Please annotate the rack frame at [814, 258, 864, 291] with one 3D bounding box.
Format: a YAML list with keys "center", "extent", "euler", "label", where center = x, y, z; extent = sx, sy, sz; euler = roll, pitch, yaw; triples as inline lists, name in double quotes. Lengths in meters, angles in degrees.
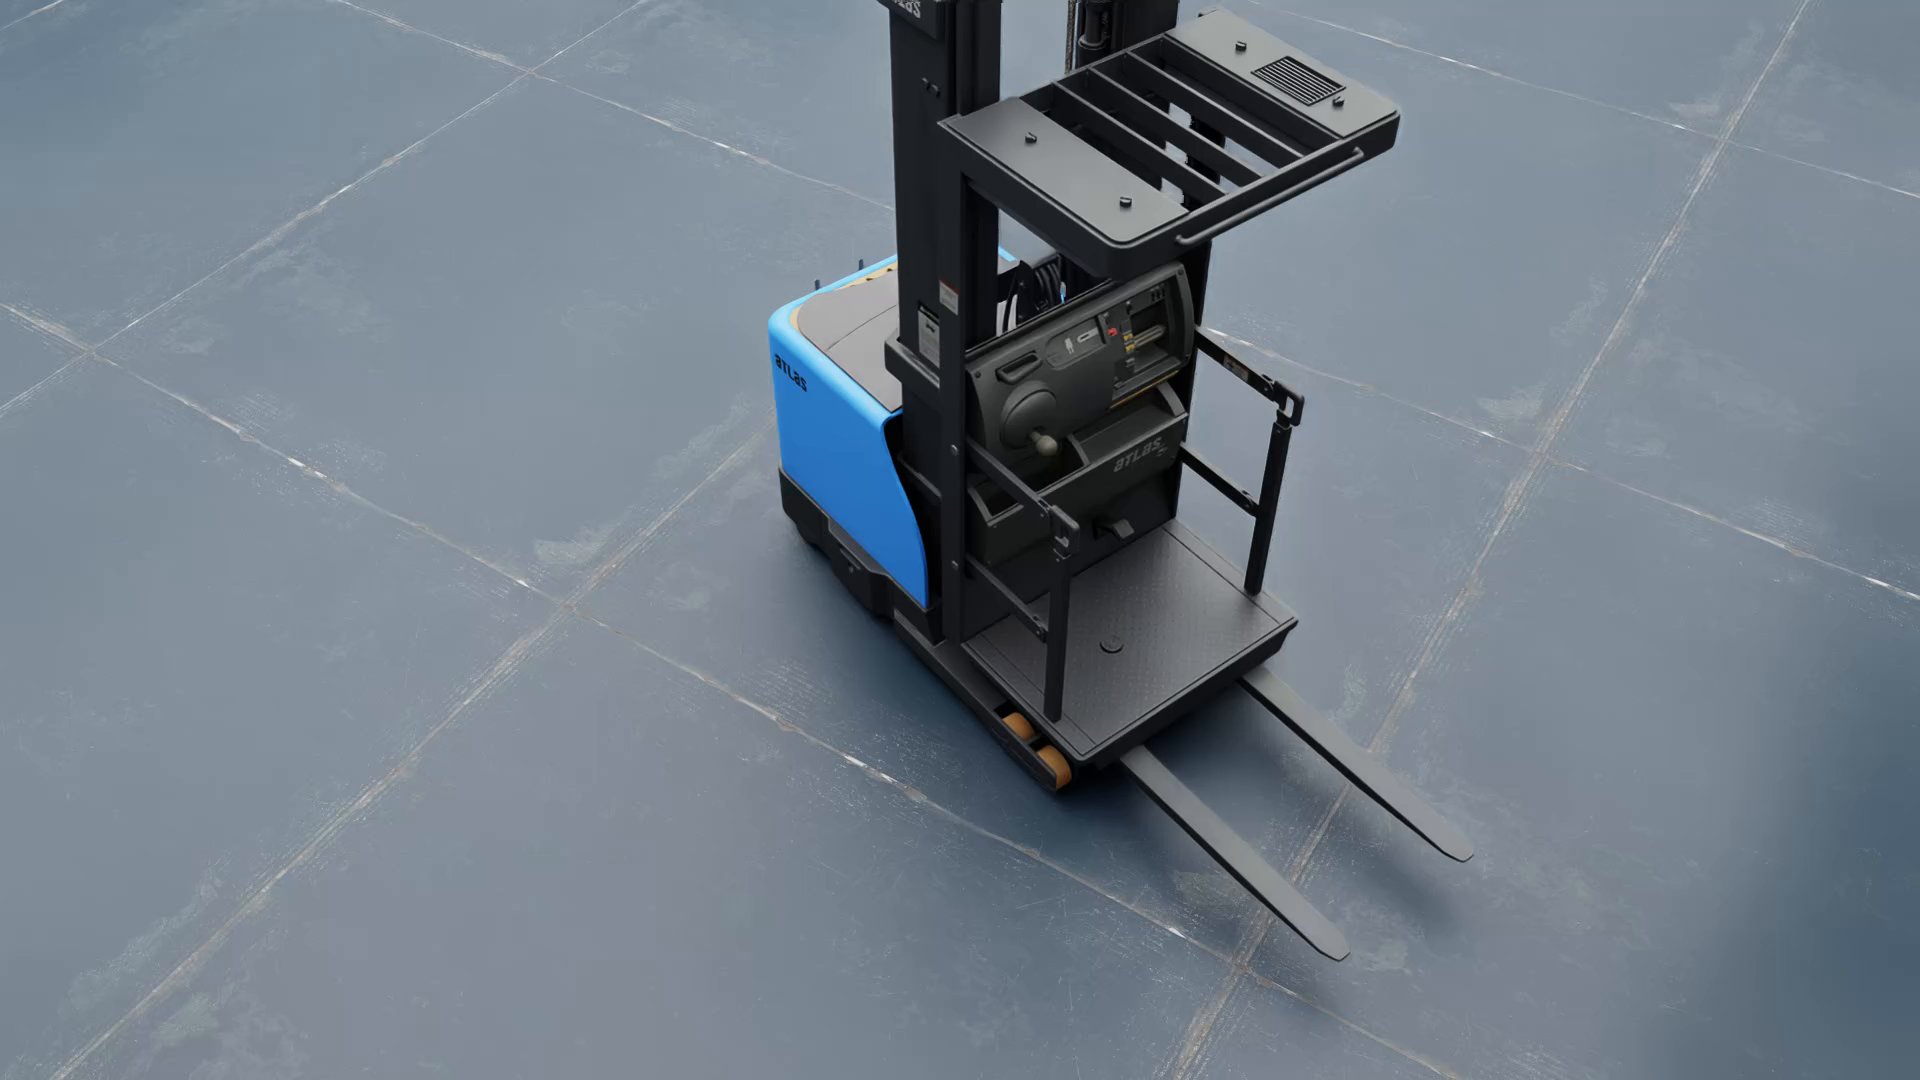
- center: [-0.495, -0.792, 7.114]
  extent: [0.240, 0.900, 0.006]
  euler: [-29, 53, -25]
  label: "rack frame"

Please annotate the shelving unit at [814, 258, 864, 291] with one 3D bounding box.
- center: [-0.432, -0.734, 7.058]
  extent: [0.258, 0.900, 0.210]
  euler: [-29, 53, -25]
  label: "shelving unit"

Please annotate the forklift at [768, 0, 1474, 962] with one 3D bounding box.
- center: [0.551, -0.514, 5.427]
  extent: [1.130, 2.935, 3.031]
  euler: [-29, 53, -25]
  label: "forklift"
